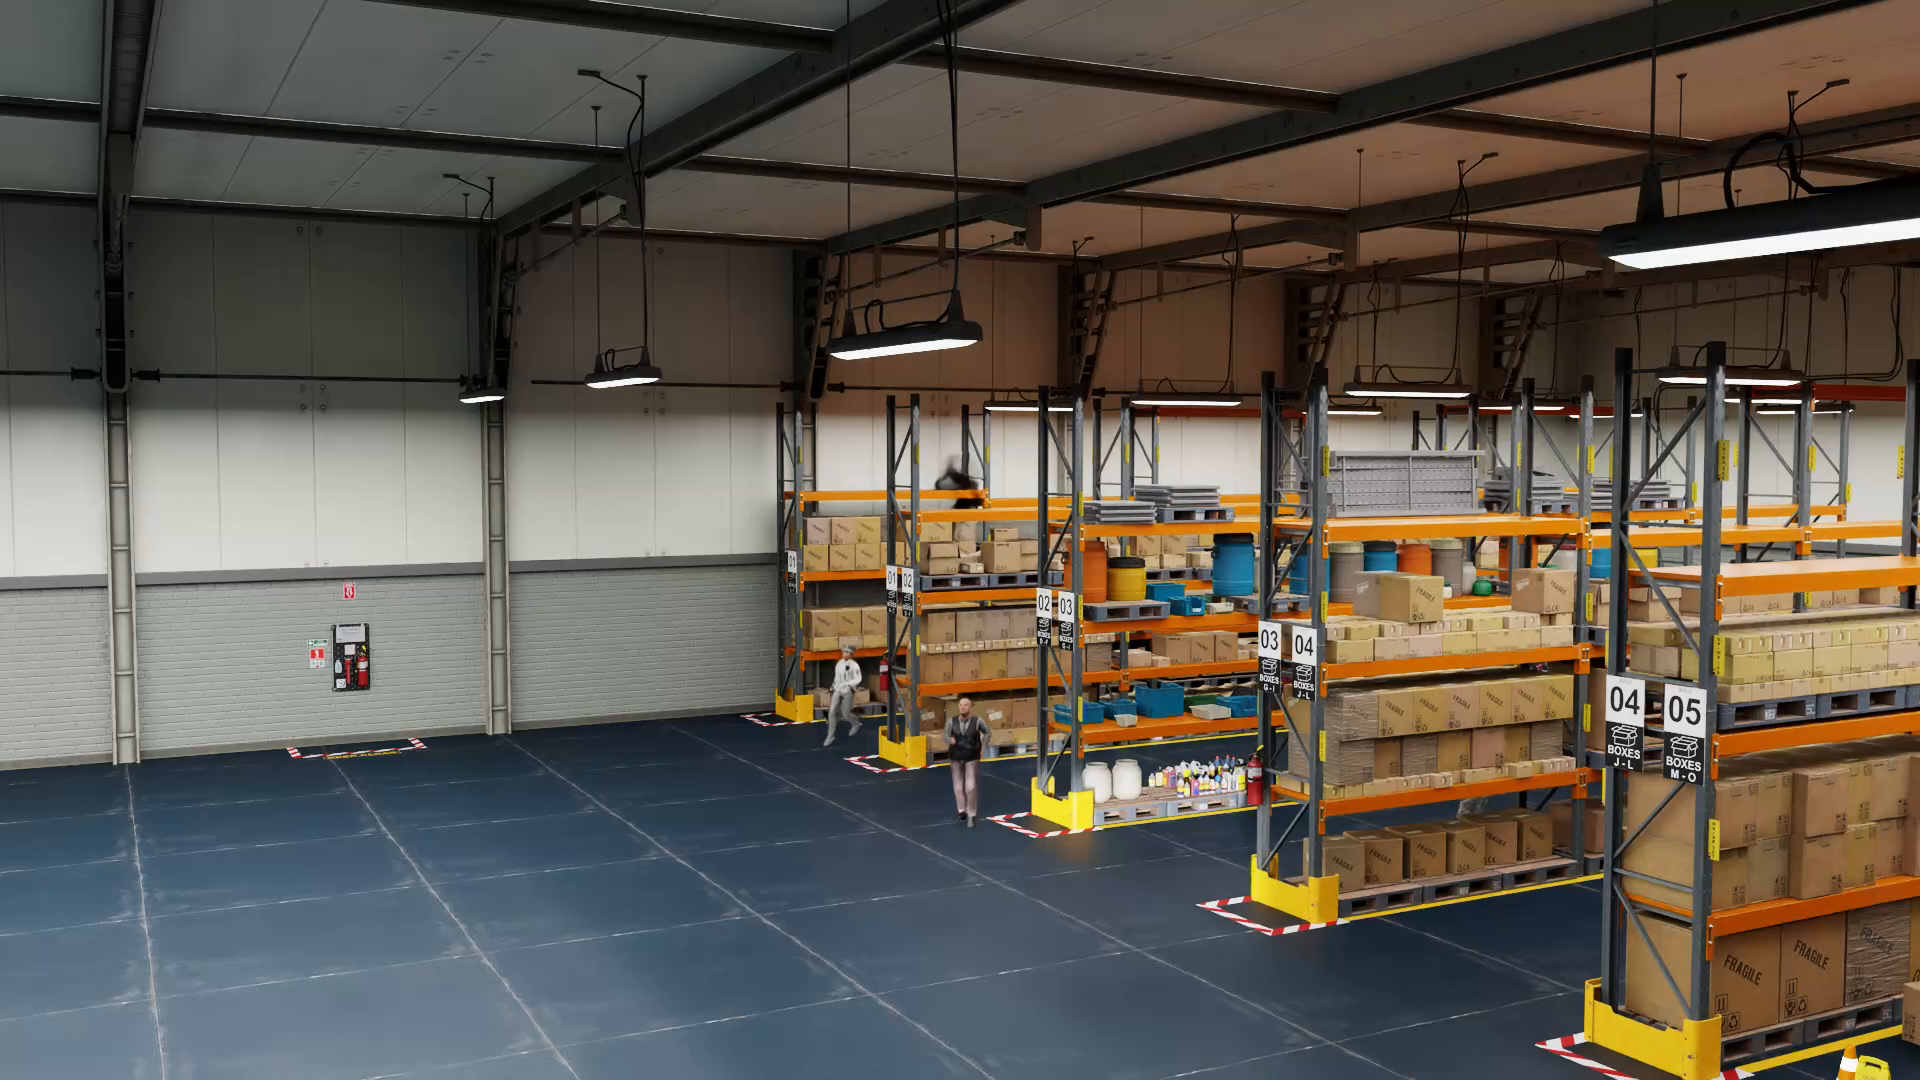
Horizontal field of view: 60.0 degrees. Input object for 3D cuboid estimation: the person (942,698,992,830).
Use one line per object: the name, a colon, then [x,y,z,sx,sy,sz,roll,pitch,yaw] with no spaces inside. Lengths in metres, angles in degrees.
person: [0.067,3.038,22.568,0.650,1.783,0.679,1,3,13]

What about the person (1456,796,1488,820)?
person: [6.964,3.030,22.680,0.907,1.657,0.637,-2,4,-37]

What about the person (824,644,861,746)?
person: [-1.907,2.595,28.115,0.646,1.709,0.858,2,4,35]
